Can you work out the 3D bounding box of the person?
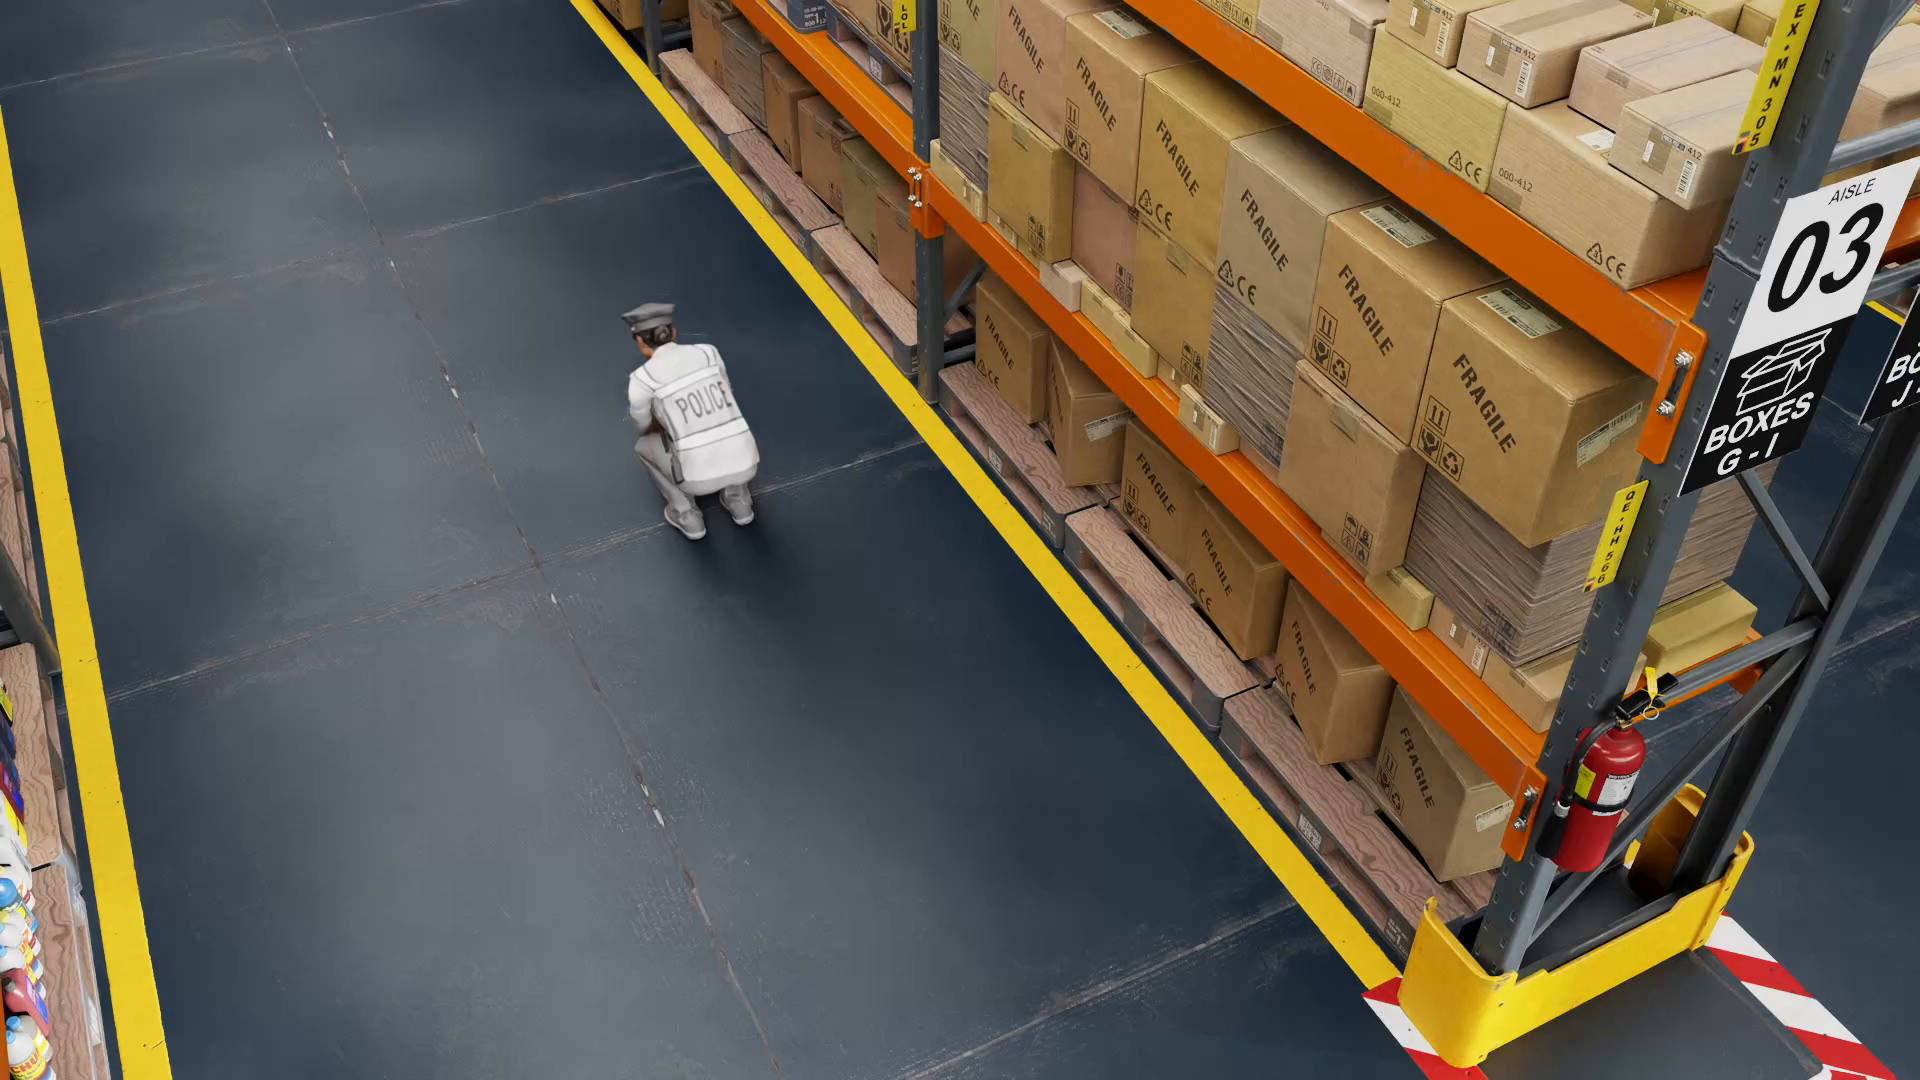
[{"bbox_3d":[-1.188,-0.549,7.317,0.492,0.969,0.828,-20,45,-21],"label":"person"}]
